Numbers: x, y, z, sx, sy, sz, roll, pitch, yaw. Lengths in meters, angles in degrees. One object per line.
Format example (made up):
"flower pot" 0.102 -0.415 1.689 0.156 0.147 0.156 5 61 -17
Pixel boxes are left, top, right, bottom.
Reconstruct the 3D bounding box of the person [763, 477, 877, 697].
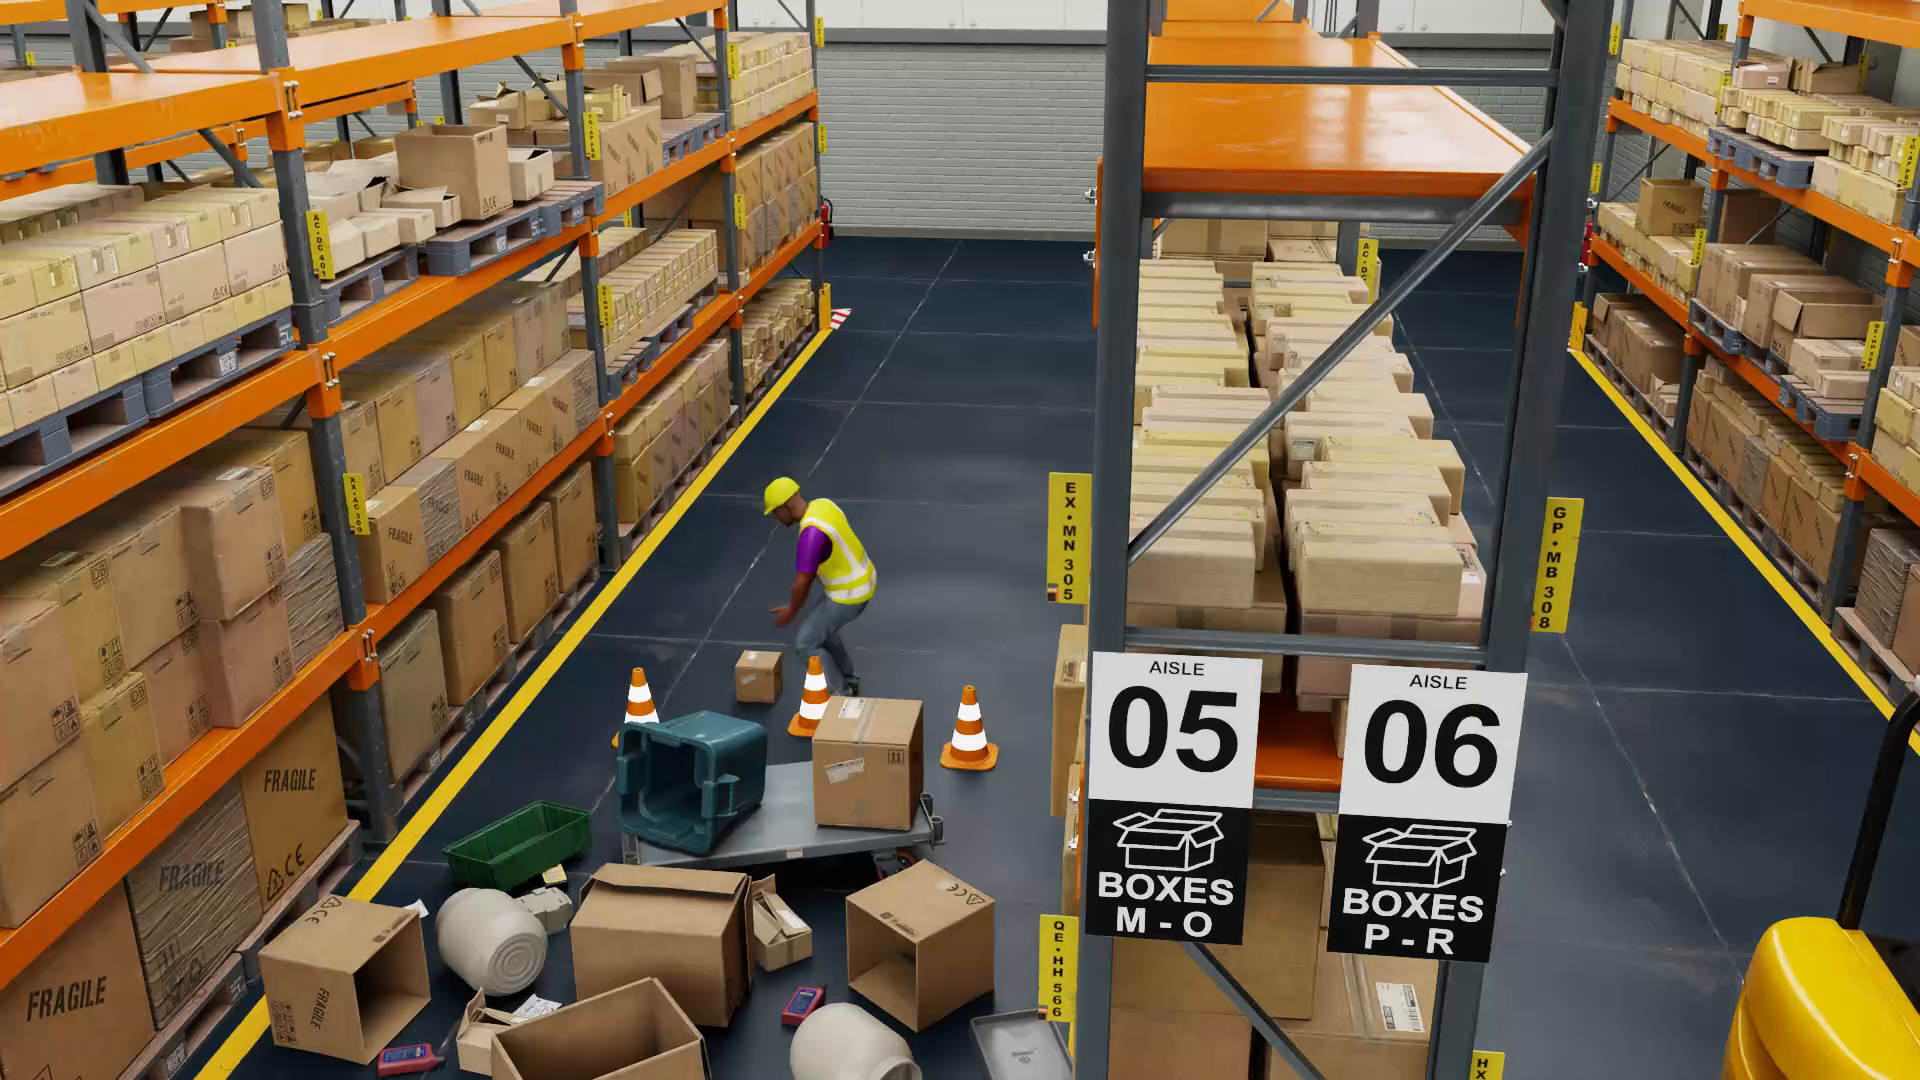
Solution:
"person" -0.882 0.334 10.529 0.683 1.517 0.627 3 21 7
